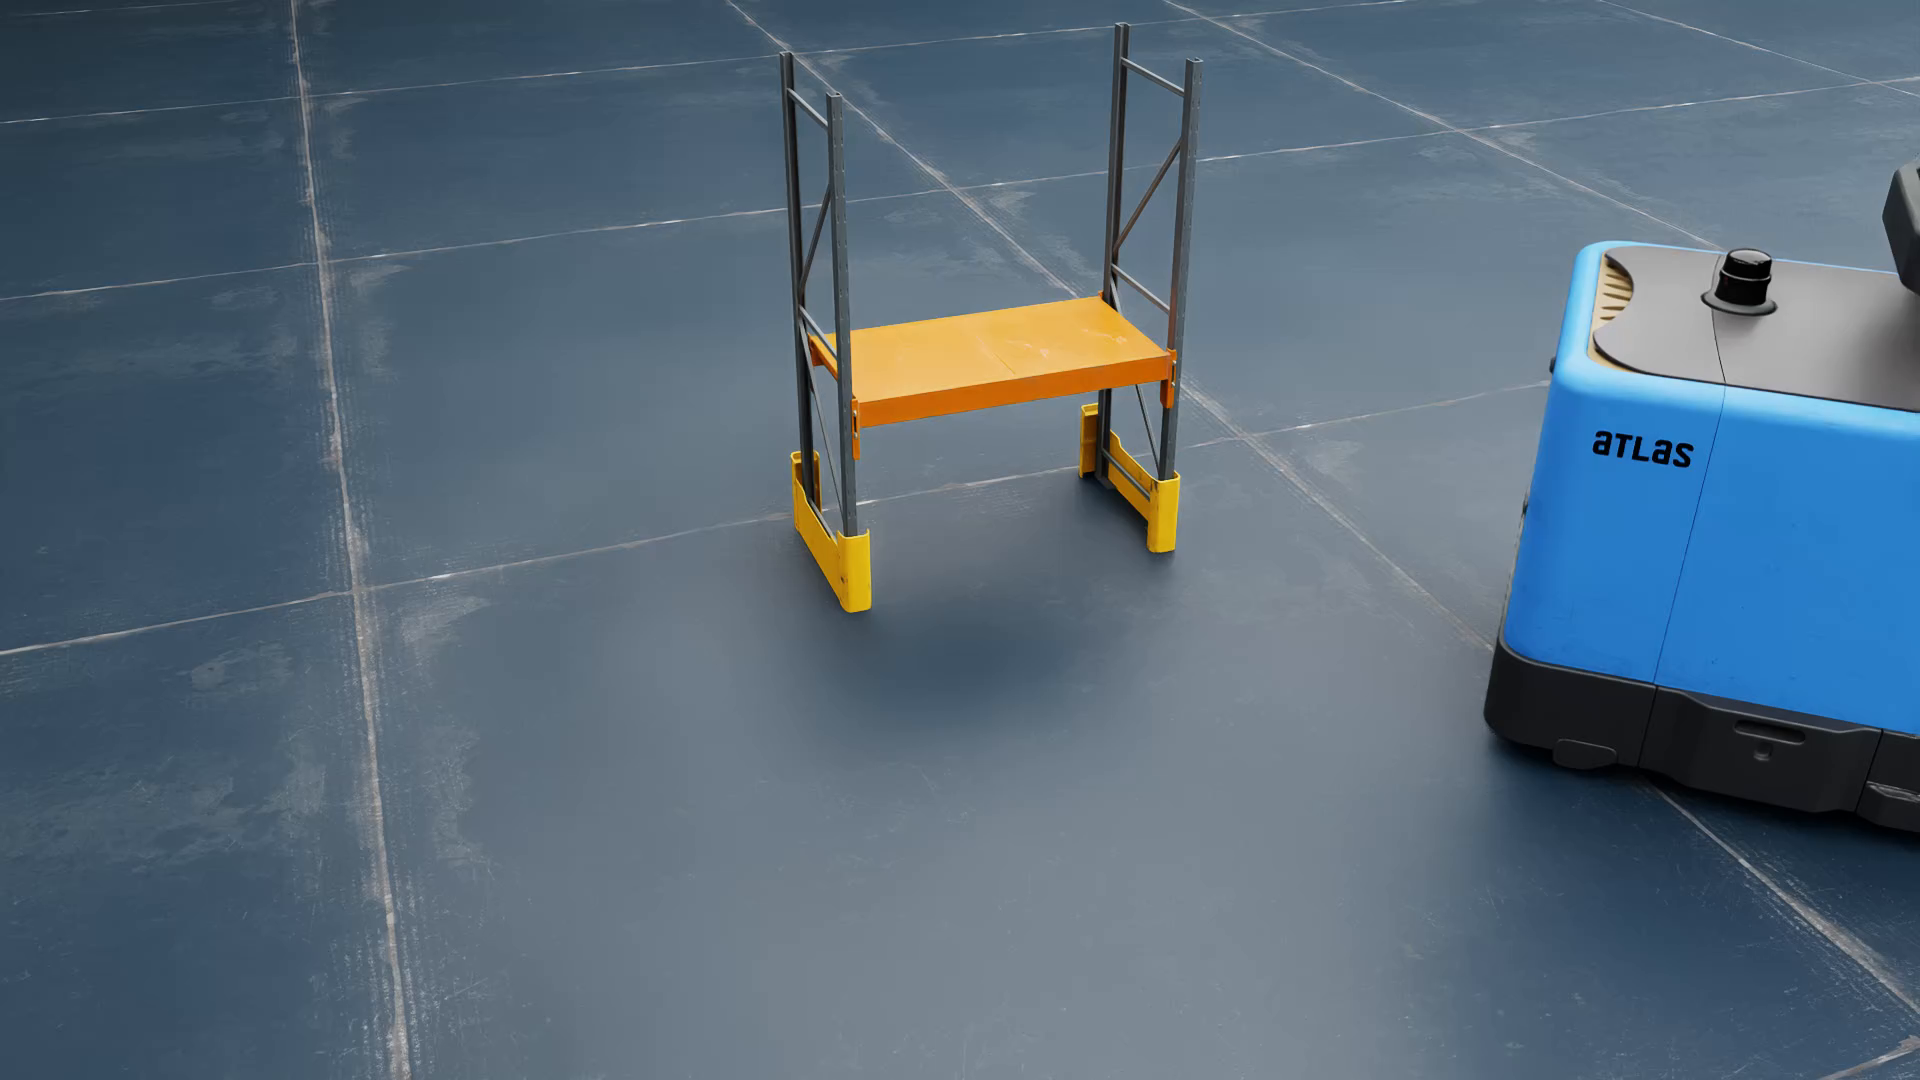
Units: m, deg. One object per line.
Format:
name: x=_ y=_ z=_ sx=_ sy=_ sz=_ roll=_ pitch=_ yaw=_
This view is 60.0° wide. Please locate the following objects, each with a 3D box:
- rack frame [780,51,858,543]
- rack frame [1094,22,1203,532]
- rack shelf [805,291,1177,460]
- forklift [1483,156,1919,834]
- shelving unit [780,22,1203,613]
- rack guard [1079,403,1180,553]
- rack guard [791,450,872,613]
rack frame: x=-0.396 y=-0.579 z=4.751 sx=0.032 sy=1.500 sz=0.500 roll=-10 pitch=31 yaw=-18
rack frame: x=0.556 y=-0.754 z=5.059 sx=0.032 sy=1.500 sz=0.500 roll=-10 pitch=31 yaw=-18
rack shelf: x=0.080 y=-0.510 z=4.994 sx=1.000 sy=0.185 sz=0.538 roll=-10 pitch=31 yaw=-18
forklift: x=2.924 y=-0.686 z=3.493 sx=3.031 sy=2.935 sz=1.130 roll=11 pitch=31 yaw=18
shelving unit: x=0.071 y=-0.665 z=4.902 sx=1.083 sy=1.500 sz=0.587 roll=-10 pitch=31 yaw=-18
rack guard: x=0.538 y=-0.208 z=5.362 sx=0.087 sy=0.250 sz=0.587 roll=-10 pitch=31 yaw=-18
rack guard: x=-0.395 y=-0.036 z=5.060 sx=0.087 sy=0.250 sz=0.587 roll=-10 pitch=31 yaw=-18
